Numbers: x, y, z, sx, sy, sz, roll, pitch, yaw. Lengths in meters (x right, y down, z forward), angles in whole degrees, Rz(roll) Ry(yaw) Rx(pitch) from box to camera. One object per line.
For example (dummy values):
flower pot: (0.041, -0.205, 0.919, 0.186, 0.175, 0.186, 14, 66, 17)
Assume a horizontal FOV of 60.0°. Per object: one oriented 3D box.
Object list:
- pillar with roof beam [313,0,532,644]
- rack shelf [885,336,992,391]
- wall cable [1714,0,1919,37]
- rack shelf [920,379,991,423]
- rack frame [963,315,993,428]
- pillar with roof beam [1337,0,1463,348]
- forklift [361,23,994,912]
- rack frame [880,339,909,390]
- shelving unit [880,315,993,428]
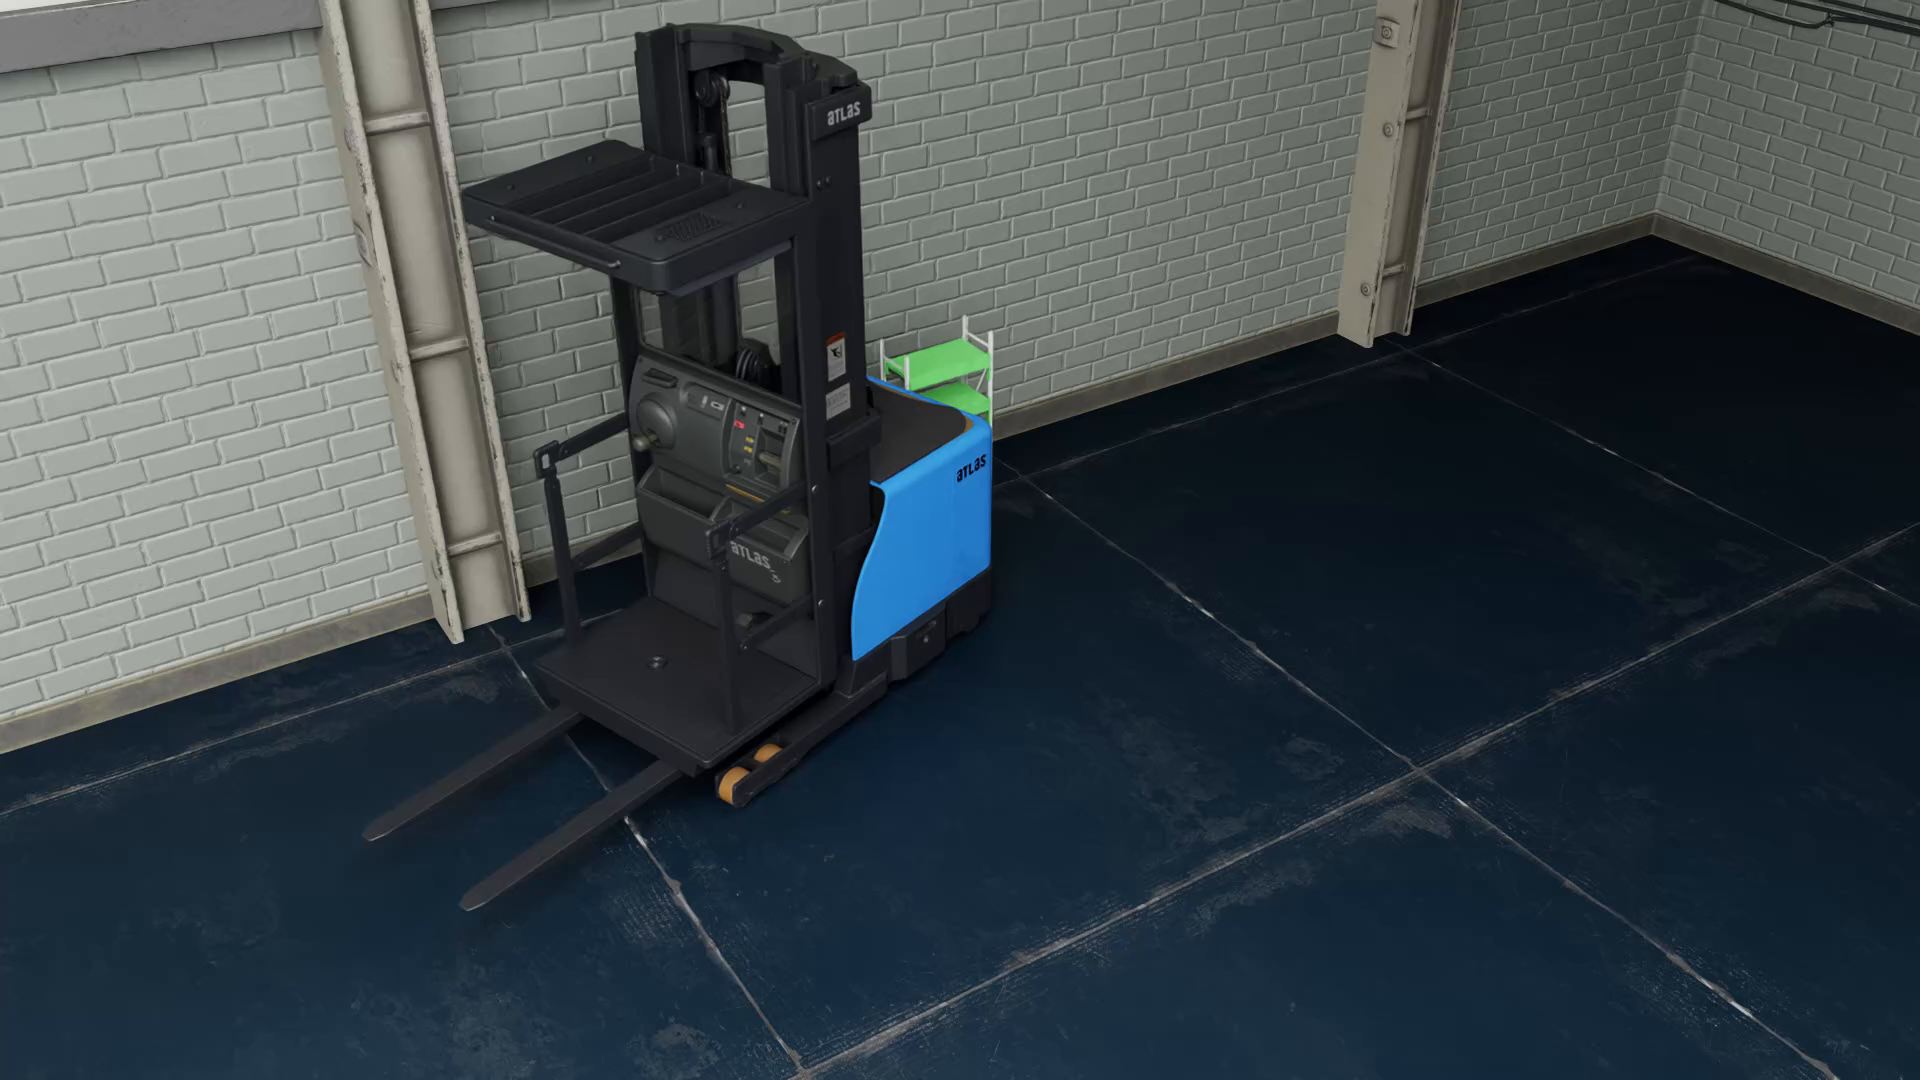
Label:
pillar with roof beam: (-0.009, -1.501, 2.696, 0.400, 9.000, 9.100, -19, 37, -27)
rack shelf: (-0.114, -0.835, 8.169, 0.480, 0.148, 0.258, -20, 37, -29)
wall cable: (5.895, -4.112, 9.744, 0.112, 2.526, 3.097, -19, 37, -27)
rack shelf: (-0.114, -0.632, 8.297, 0.480, 0.148, 0.258, -20, 37, -29)
rack frame: (0.087, -0.557, 8.508, 0.015, 1.200, 0.240, -20, 37, -29)
pillar with roof beam: (5.034, -3.236, 5.445, 0.400, 9.000, 9.100, -19, 37, -27)
forklift: (-1.144, -0.421, 6.670, 1.130, 2.935, 3.031, 23, 39, 32)
rack frame: (-0.315, -0.409, 8.274, 0.015, 1.200, 0.240, -20, 37, -29)
shelving unit: (-0.114, -0.483, 8.391, 0.503, 1.200, 0.258, -20, 37, -29)
